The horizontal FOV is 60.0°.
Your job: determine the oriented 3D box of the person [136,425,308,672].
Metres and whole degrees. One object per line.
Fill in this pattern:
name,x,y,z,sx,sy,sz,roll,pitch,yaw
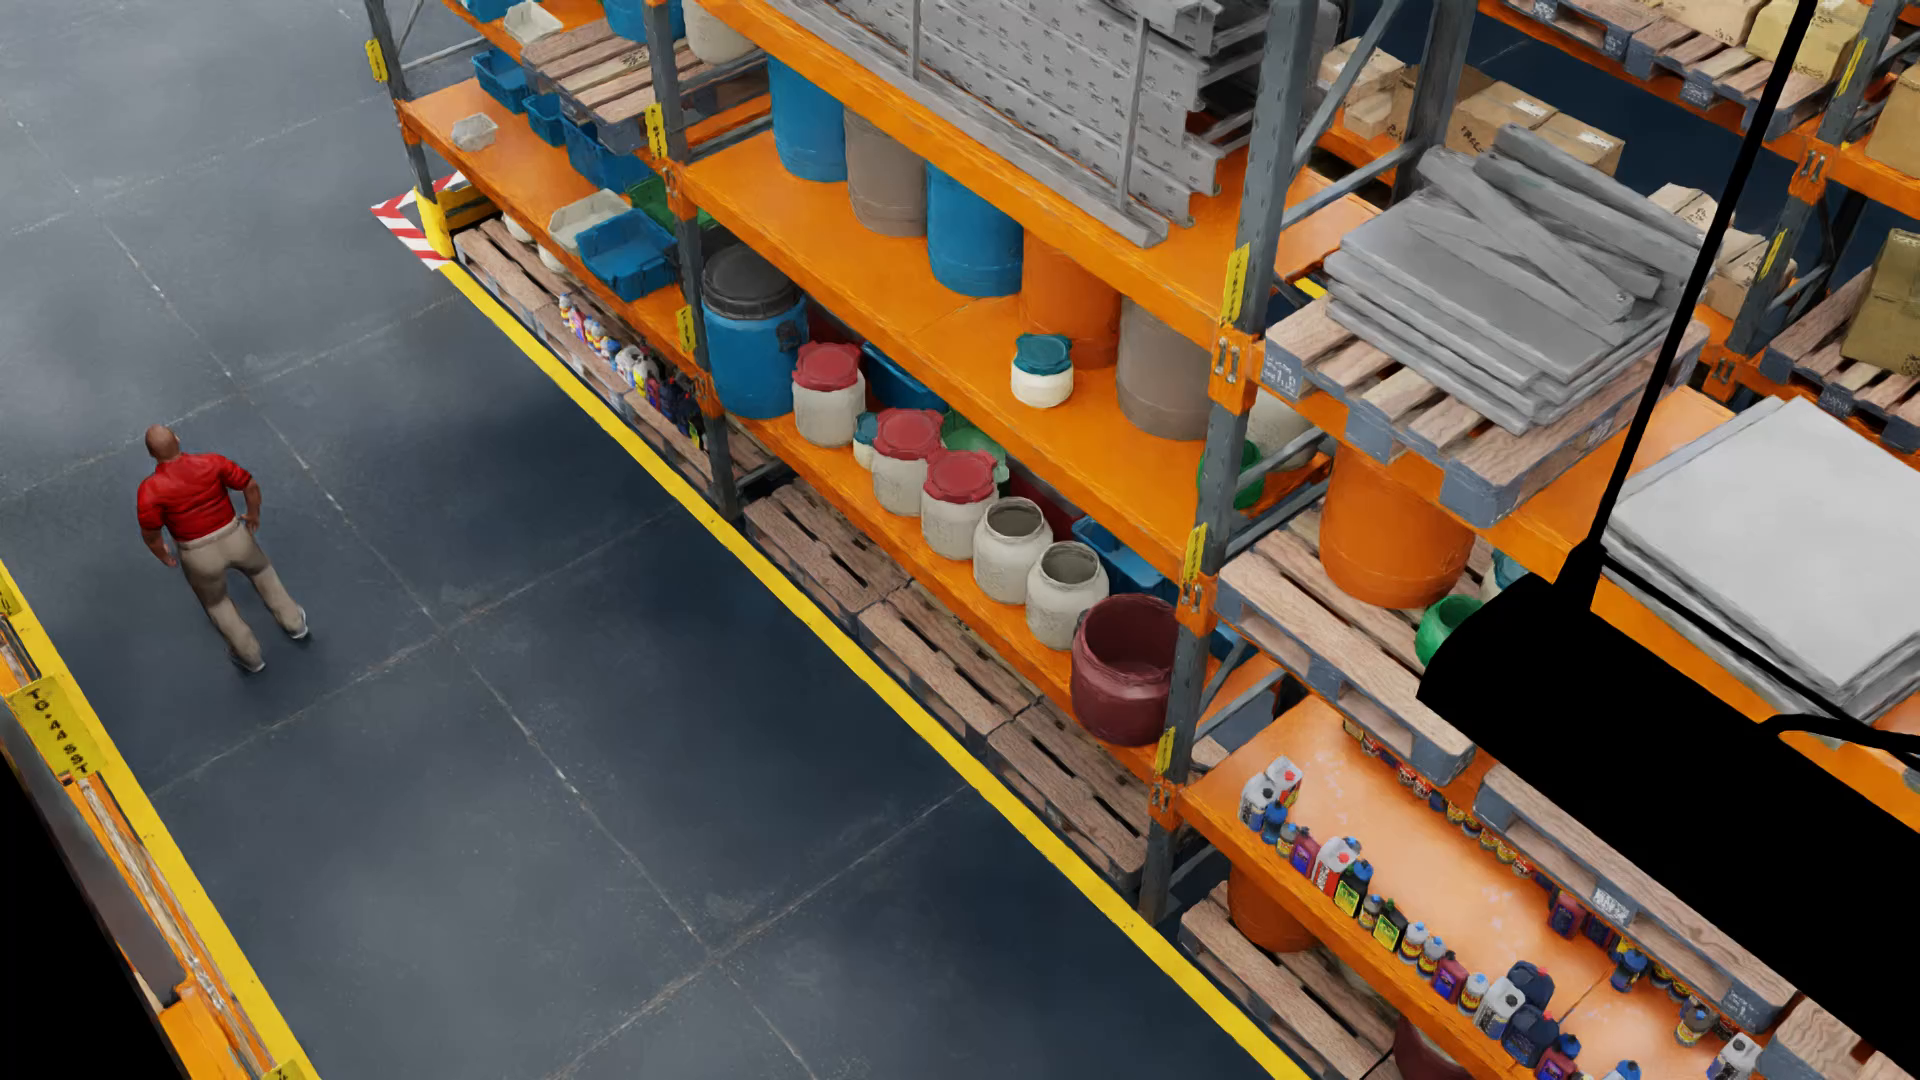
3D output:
person,-4.378,0.025,9.813,0.666,1.675,0.535,-33,55,-27
